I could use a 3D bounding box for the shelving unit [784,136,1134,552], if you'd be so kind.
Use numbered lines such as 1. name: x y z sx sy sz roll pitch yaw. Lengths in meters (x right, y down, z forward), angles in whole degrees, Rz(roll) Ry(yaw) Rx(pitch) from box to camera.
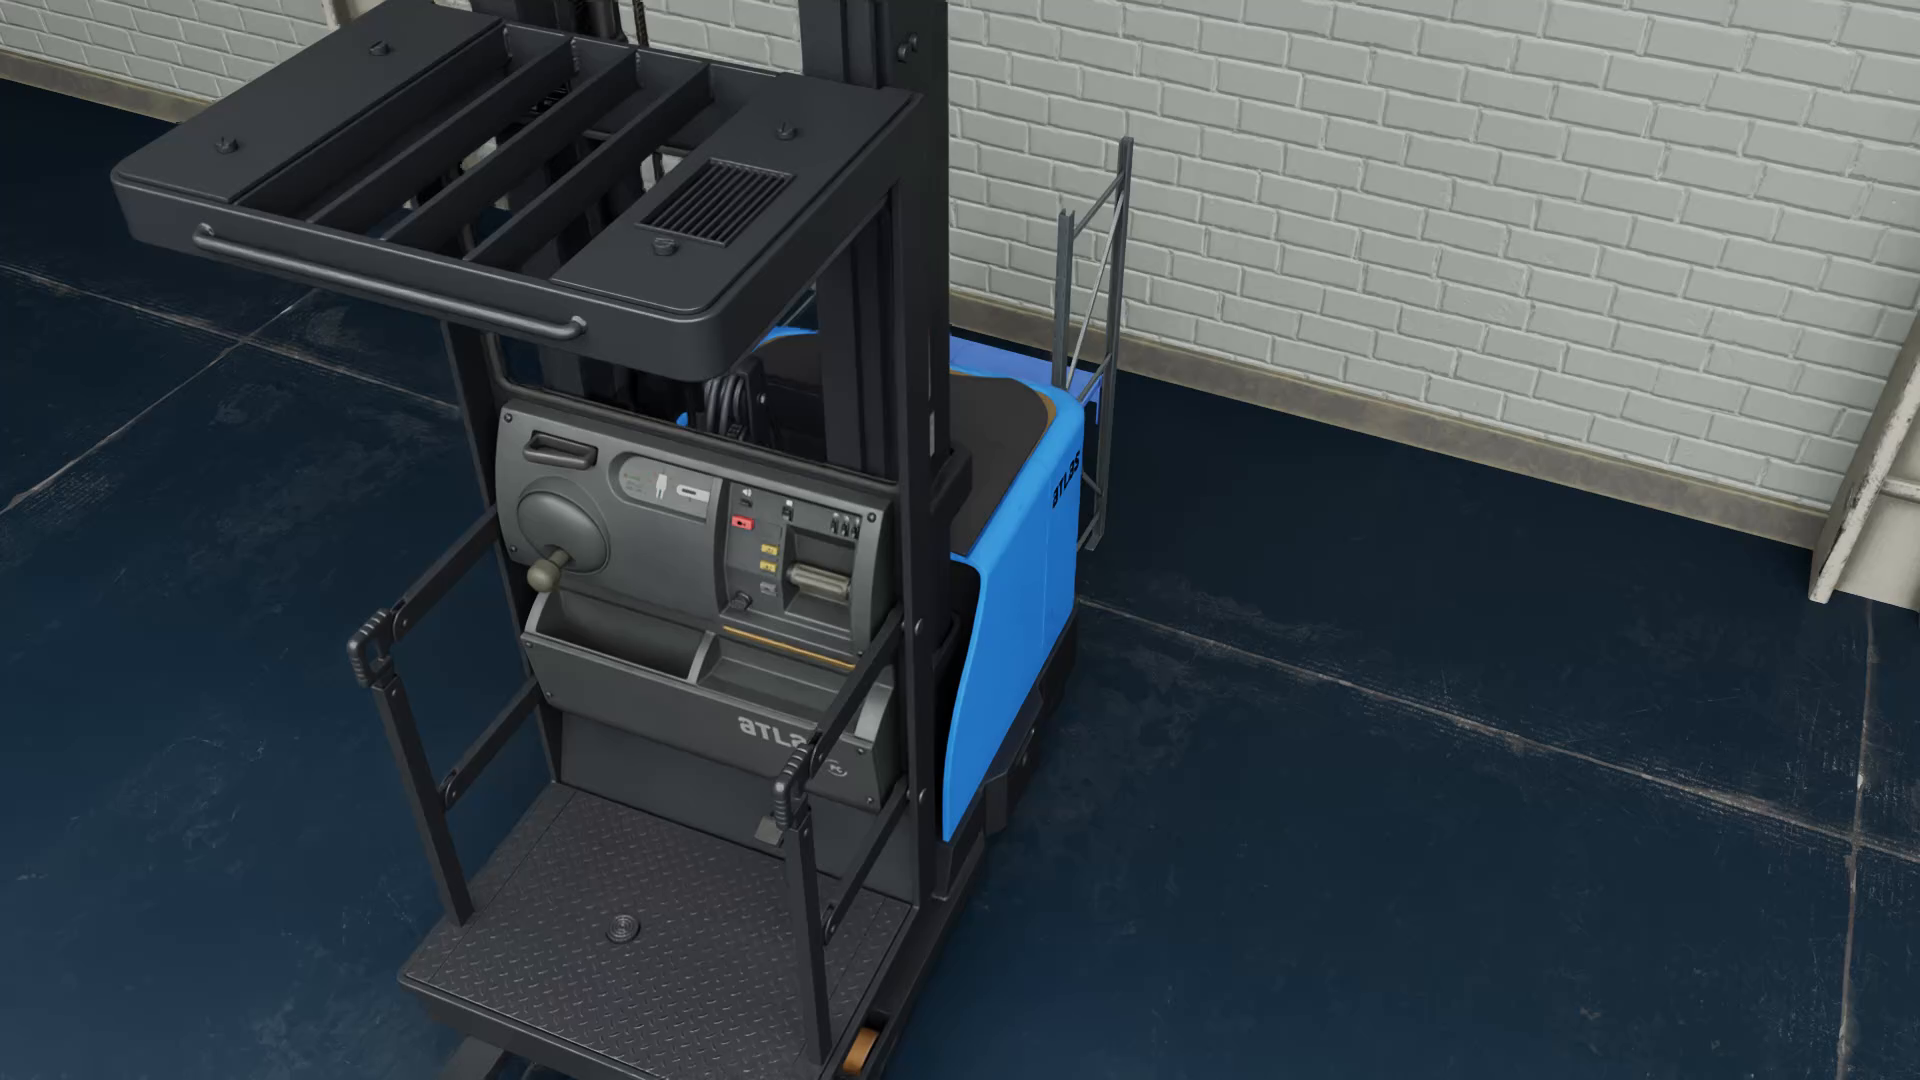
1. shelving unit: -0.077 -0.590 5.286 1.048 1.500 0.538 17 44 19

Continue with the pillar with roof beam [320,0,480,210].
1. pillar with roof beam: -4.196 -2.347 1.587 0.400 9.000 9.100 17 44 19

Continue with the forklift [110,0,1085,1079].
1. forklift: -0.677 0.065 3.437 1.130 2.935 3.031 15 43 17

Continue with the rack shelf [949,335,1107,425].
1. rack shelf: -0.077 -0.454 5.404 1.000 0.185 0.538 17 44 19

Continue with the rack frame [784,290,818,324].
1. rack frame: -0.538 -0.731 5.448 0.032 1.500 0.500 17 44 19

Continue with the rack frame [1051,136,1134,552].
1. rack frame: 0.383 -0.450 5.124 0.032 1.500 0.500 17 44 19
